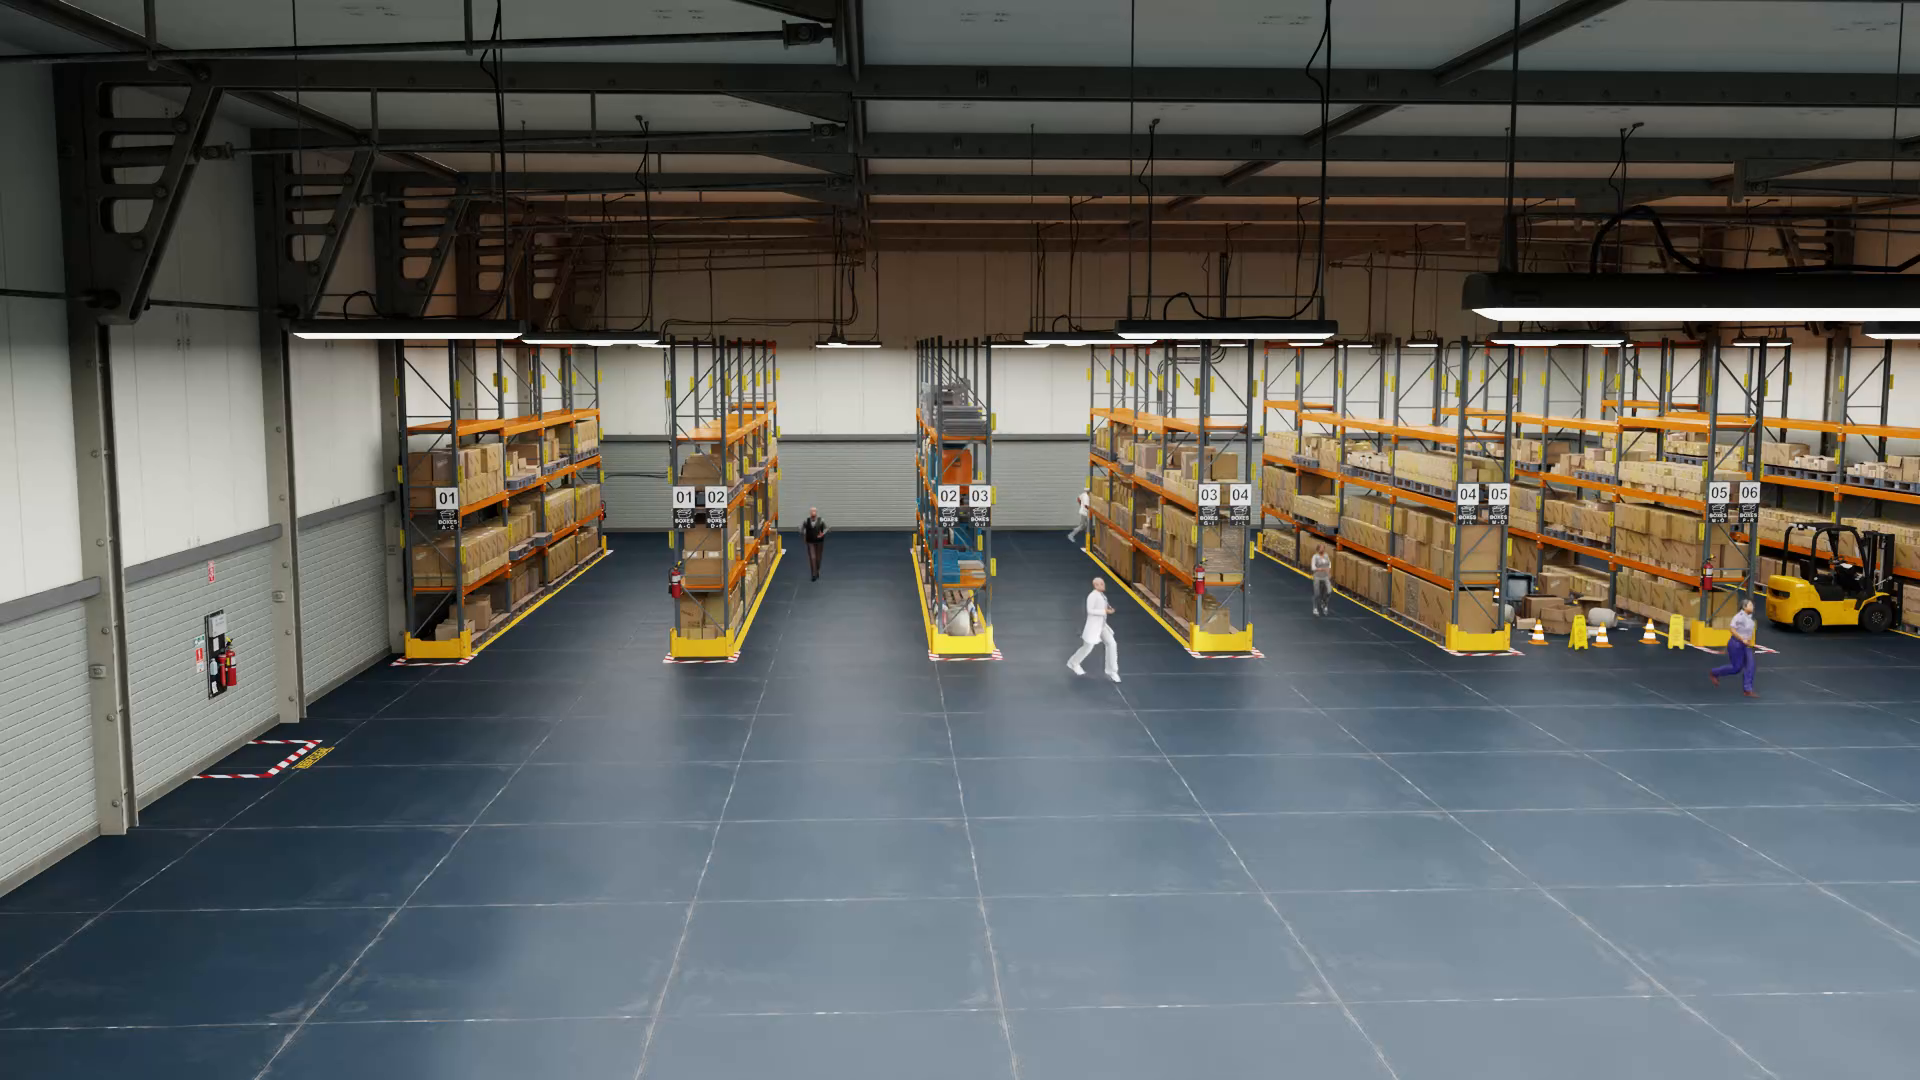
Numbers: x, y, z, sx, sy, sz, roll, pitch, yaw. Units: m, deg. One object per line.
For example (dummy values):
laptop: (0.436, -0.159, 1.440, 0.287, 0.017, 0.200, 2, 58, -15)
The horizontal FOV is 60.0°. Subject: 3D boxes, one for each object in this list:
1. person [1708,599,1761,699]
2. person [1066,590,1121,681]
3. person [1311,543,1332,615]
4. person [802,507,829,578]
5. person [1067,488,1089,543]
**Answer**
person: (12.977, 1.829, 27.759, 0.854, 1.555, 0.630, 6, 9, 44)
person: (2.307, 1.669, 29.025, 1.015, 1.643, 0.672, 4, 8, 34)
person: (7.825, 0.850, 35.912, 0.530, 1.569, 0.639, -1, 7, -10)
person: (-3.455, 0.049, 39.682, 0.656, 1.663, 0.638, 0, 6, -2)
person: (3.626, -0.704, 49.149, 0.898, 1.817, 0.681, 1, 7, 9)
